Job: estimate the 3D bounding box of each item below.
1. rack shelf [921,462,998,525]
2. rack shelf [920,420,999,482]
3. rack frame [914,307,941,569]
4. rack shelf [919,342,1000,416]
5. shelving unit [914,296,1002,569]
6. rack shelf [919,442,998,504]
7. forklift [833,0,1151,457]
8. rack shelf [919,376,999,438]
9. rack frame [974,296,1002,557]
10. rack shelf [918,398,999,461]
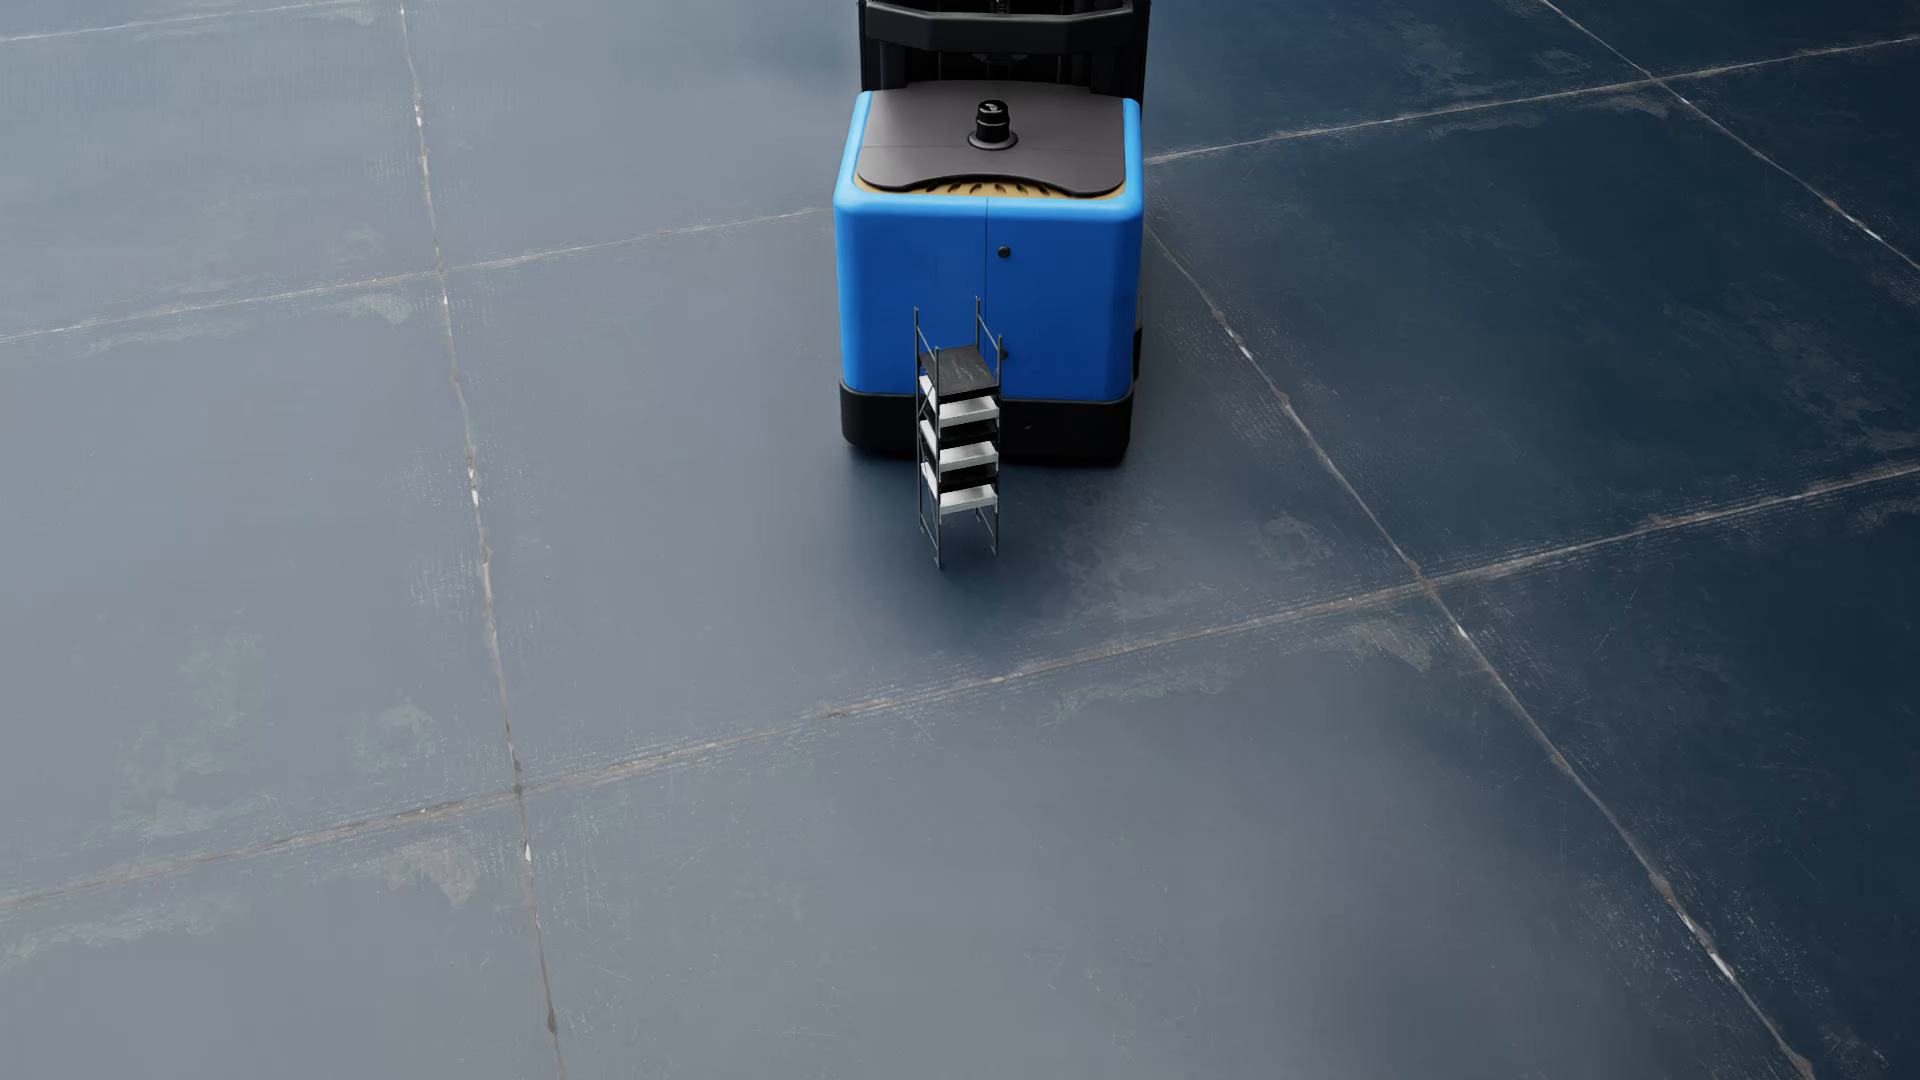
[{"bbox_3d":[-0.008,-0.177,5.592,0.200,0.077,0.258,-12,42,-13],"label":"rack shelf"},{"bbox_3d":[-0.008,-0.312,5.474,0.200,0.077,0.258,-12,42,-13],"label":"rack shelf"},{"bbox_3d":[-0.105,-0.317,5.429,0.006,0.900,0.240,-12,42,-13],"label":"rack frame"},{"bbox_3d":[-0.008,-0.516,5.296,0.200,0.077,0.258,-12,42,-13],"label":"rack shelf"},{"bbox_3d":[-0.008,-0.337,5.452,0.210,0.900,0.258,-12,42,-13],"label":"shelving unit"},{"bbox_3d":[-0.008,-0.244,5.533,0.200,0.077,0.258,-12,42,-13],"label":"rack shelf"},{"bbox_3d":[0.179,-2.358,6.221,1.130,2.935,3.031,2,41,3],"label":"forklift"},{"bbox_3d":[-0.008,-0.448,5.356,0.200,0.077,0.258,-12,42,-13],"label":"rack shelf"},{"bbox_3d":[0.089,-0.357,5.475,0.006,0.900,0.240,-12,42,-13],"label":"rack frame"},{"bbox_3d":[-0.008,-0.380,5.415,0.200,0.077,0.258,-12,42,-13],"label":"rack shelf"}]
